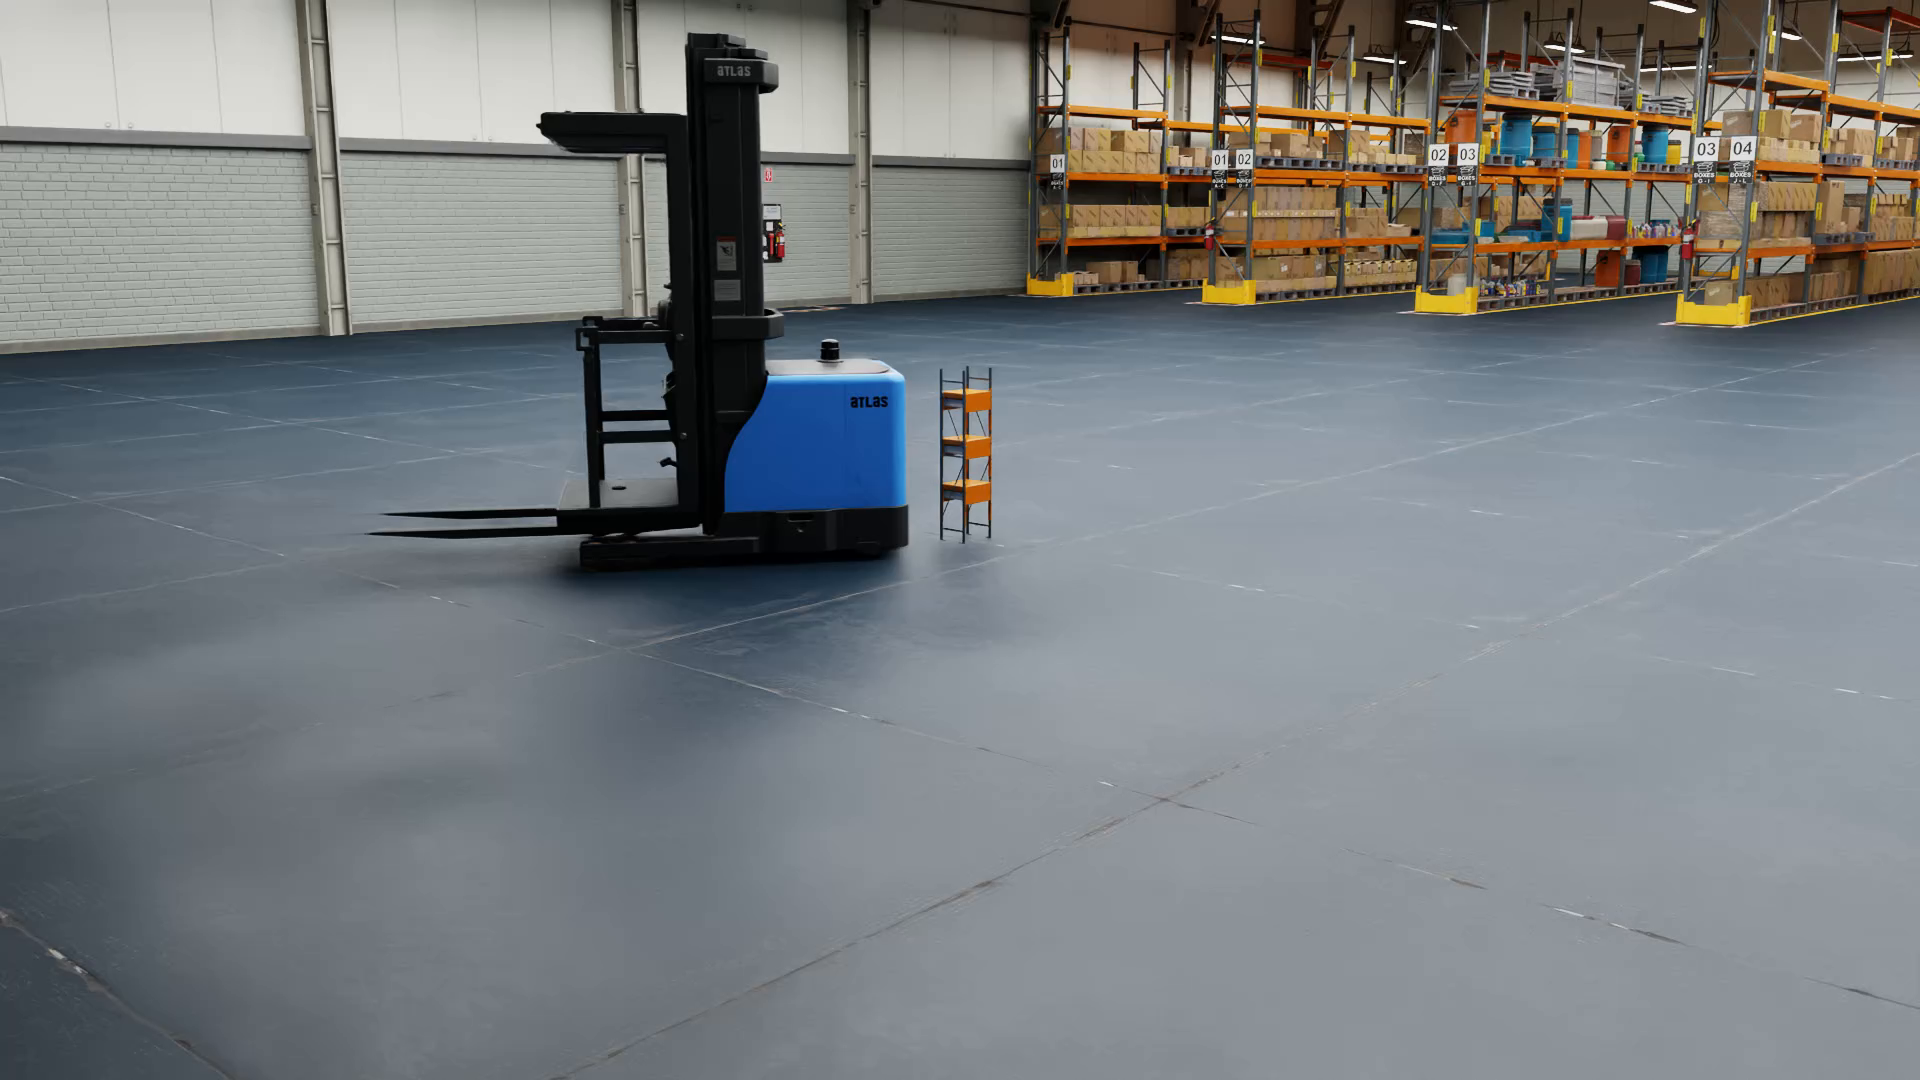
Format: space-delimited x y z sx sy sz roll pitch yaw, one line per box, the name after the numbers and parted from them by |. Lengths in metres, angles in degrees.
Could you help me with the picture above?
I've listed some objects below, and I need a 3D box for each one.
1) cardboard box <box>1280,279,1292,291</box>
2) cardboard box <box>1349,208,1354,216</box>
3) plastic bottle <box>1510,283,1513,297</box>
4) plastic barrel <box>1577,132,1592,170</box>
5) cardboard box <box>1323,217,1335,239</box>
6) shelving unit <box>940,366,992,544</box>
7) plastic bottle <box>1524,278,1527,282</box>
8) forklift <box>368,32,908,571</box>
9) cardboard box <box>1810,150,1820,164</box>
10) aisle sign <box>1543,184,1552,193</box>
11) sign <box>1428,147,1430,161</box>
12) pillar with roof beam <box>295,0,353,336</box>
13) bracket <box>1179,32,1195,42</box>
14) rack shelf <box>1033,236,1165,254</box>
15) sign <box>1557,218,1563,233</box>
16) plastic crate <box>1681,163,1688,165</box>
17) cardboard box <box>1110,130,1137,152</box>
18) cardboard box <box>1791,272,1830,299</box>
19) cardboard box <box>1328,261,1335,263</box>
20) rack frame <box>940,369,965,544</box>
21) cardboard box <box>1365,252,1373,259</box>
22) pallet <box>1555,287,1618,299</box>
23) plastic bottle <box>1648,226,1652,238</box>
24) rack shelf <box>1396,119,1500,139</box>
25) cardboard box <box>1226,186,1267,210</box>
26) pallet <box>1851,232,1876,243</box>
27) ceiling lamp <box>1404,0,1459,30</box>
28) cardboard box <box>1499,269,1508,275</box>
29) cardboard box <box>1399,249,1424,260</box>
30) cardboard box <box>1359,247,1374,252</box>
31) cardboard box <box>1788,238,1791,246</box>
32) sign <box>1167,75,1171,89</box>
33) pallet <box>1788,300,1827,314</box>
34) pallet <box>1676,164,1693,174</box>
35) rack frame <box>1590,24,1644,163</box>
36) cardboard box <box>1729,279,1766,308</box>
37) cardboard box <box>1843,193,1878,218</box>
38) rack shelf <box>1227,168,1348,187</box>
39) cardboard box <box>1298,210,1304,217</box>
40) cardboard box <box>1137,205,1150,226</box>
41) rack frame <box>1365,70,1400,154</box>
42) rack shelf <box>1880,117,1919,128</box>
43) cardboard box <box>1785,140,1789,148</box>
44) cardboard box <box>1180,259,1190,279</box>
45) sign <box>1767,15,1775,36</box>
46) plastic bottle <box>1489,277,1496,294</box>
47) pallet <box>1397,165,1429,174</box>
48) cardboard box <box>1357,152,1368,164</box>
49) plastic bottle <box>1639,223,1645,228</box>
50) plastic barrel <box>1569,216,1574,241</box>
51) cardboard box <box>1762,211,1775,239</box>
6.956 -5.617 36.622 0.500 0.250 0.500 10 15 40 | cardboard box
10.831 -9.298 48.341 0.980 0.700 0.700 9 15 39 | cardboard box
11.219 -5.090 33.879 0.097 0.271 0.097 0 11 0 | plastic bottle
13.639 -8.590 36.806 0.600 0.830 0.708 10 15 40 | plastic barrel
8.129 -7.133 38.010 0.700 0.500 0.500 9 15 39 | cardboard box
0.035 -0.523 10.148 0.215 1.050 0.252 10 15 40 | shelving unit
11.819 -5.312 34.790 0.144 0.351 0.185 10 15 40 | plastic bottle
-1.869 -1.373 9.602 3.031 2.935 1.130 -2 11 -10 | forklift
15.752 -7.165 31.151 0.500 0.250 0.500 11 15 42 | cardboard box
16.614 -10.161 46.787 0.394 0.787 0.004 10 15 40 | aisle sign
11.469 -9.429 40.580 0.100 0.325 0.005 10 15 40 | sign
-6.782 -7.153 23.050 9.100 9.000 0.400 10 15 40 | pillar with roof beam
5.819 -12.899 42.628 0.235 0.232 0.430 10 15 40 | bracket
3.374 -7.143 40.152 1.077 0.370 4.000 10 15 40 | rack shelf
12.542 -6.572 34.750 0.100 0.325 0.005 10 15 40 | sign
18.842 -9.526 42.746 0.504 0.338 0.767 10 15 40 | plastic crate
3.876 -9.541 39.804 0.500 0.500 0.500 9 14 38 | cardboard box
16.976 -5.096 33.327 0.700 0.500 0.500 8 14 36 | cardboard box
8.808 -6.457 39.395 0.500 0.311 0.500 10 15 42 | cardboard box
-0.045 -0.505 10.058 0.200 1.050 0.008 10 15 40 | rack frame
11.898 -8.346 49.649 0.700 0.500 0.500 10 15 40 | cardboard box
14.236 -5.621 37.815 1.003 0.211 1.213 10 15 40 | pallet
16.220 -7.263 39.231 0.152 0.276 0.135 10 15 40 | plastic bottle
12.378 -10.426 42.292 1.077 0.370 4.000 10 15 40 | rack shelf
6.130 -7.321 35.642 0.700 0.500 0.500 10 15 41 | cardboard box
18.106 -6.244 34.307 1.213 0.211 1.003 10 15 40 | pallet
10.356 -12.585 35.340 0.800 3.185 2.000 10 15 40 | ceiling lamp
14.701 -7.316 45.291 0.380 0.166 0.250 10 15 40 | cardboard box
11.533 -7.273 42.310 0.500 0.250 0.500 11 15 42 | cardboard box
12.112 -8.658 49.552 0.380 0.149 0.250 10 15 42 | cardboard box
15.208 -5.540 30.933 0.380 0.149 0.250 10 15 40 | cardboard box
5.089 -11.156 40.503 0.100 0.325 0.005 10 15 40 | sign
16.369 -4.616 32.783 1.003 0.211 1.213 10 15 40 | pallet
16.973 -8.936 40.118 1.213 0.211 1.003 10 15 40 | pallet
14.776 -10.039 37.500 1.000 3.000 0.127 10 15 40 | rack frame
14.437 -4.532 30.553 0.500 0.500 0.500 -10 15 -42 | cardboard box
18.992 -7.104 35.302 0.797 0.503 0.637 10 15 42 | cardboard box
7.097 -7.974 36.654 1.077 0.370 4.000 10 15 40 | rack shelf
7.387 -7.223 36.806 0.380 0.149 0.250 10 15 42 | cardboard box
4.289 -7.910 40.574 0.500 0.500 0.500 10 15 40 | cardboard box
12.615 -12.497 49.806 1.000 3.000 0.127 10 15 40 | rack frame
22.457 -9.733 38.823 1.077 0.370 4.000 10 15 40 | rack shelf
14.749 -7.154 30.075 0.380 0.149 0.250 9 14 38 | cardboard box
5.471 -6.973 42.722 0.700 0.500 0.500 9 15 39 | cardboard box
13.623 -8.649 27.951 0.100 0.325 0.005 10 15 40 | sign
11.167 -5.333 34.893 0.144 0.351 0.185 9 14 38 | plastic bottle
10.677 -9.005 40.464 1.213 0.211 1.003 11 16 43 | pallet
9.192 -8.924 38.884 0.500 0.250 0.500 8 14 35 | cardboard box
16.126 -7.322 39.338 0.144 0.351 0.185 10 15 40 | plastic bottle
12.932 -6.688 35.691 0.433 0.535 0.433 0 11 0 | plastic barrel
14.202 -5.709 30.124 0.875 0.500 0.500 10 15 40 | cardboard box
